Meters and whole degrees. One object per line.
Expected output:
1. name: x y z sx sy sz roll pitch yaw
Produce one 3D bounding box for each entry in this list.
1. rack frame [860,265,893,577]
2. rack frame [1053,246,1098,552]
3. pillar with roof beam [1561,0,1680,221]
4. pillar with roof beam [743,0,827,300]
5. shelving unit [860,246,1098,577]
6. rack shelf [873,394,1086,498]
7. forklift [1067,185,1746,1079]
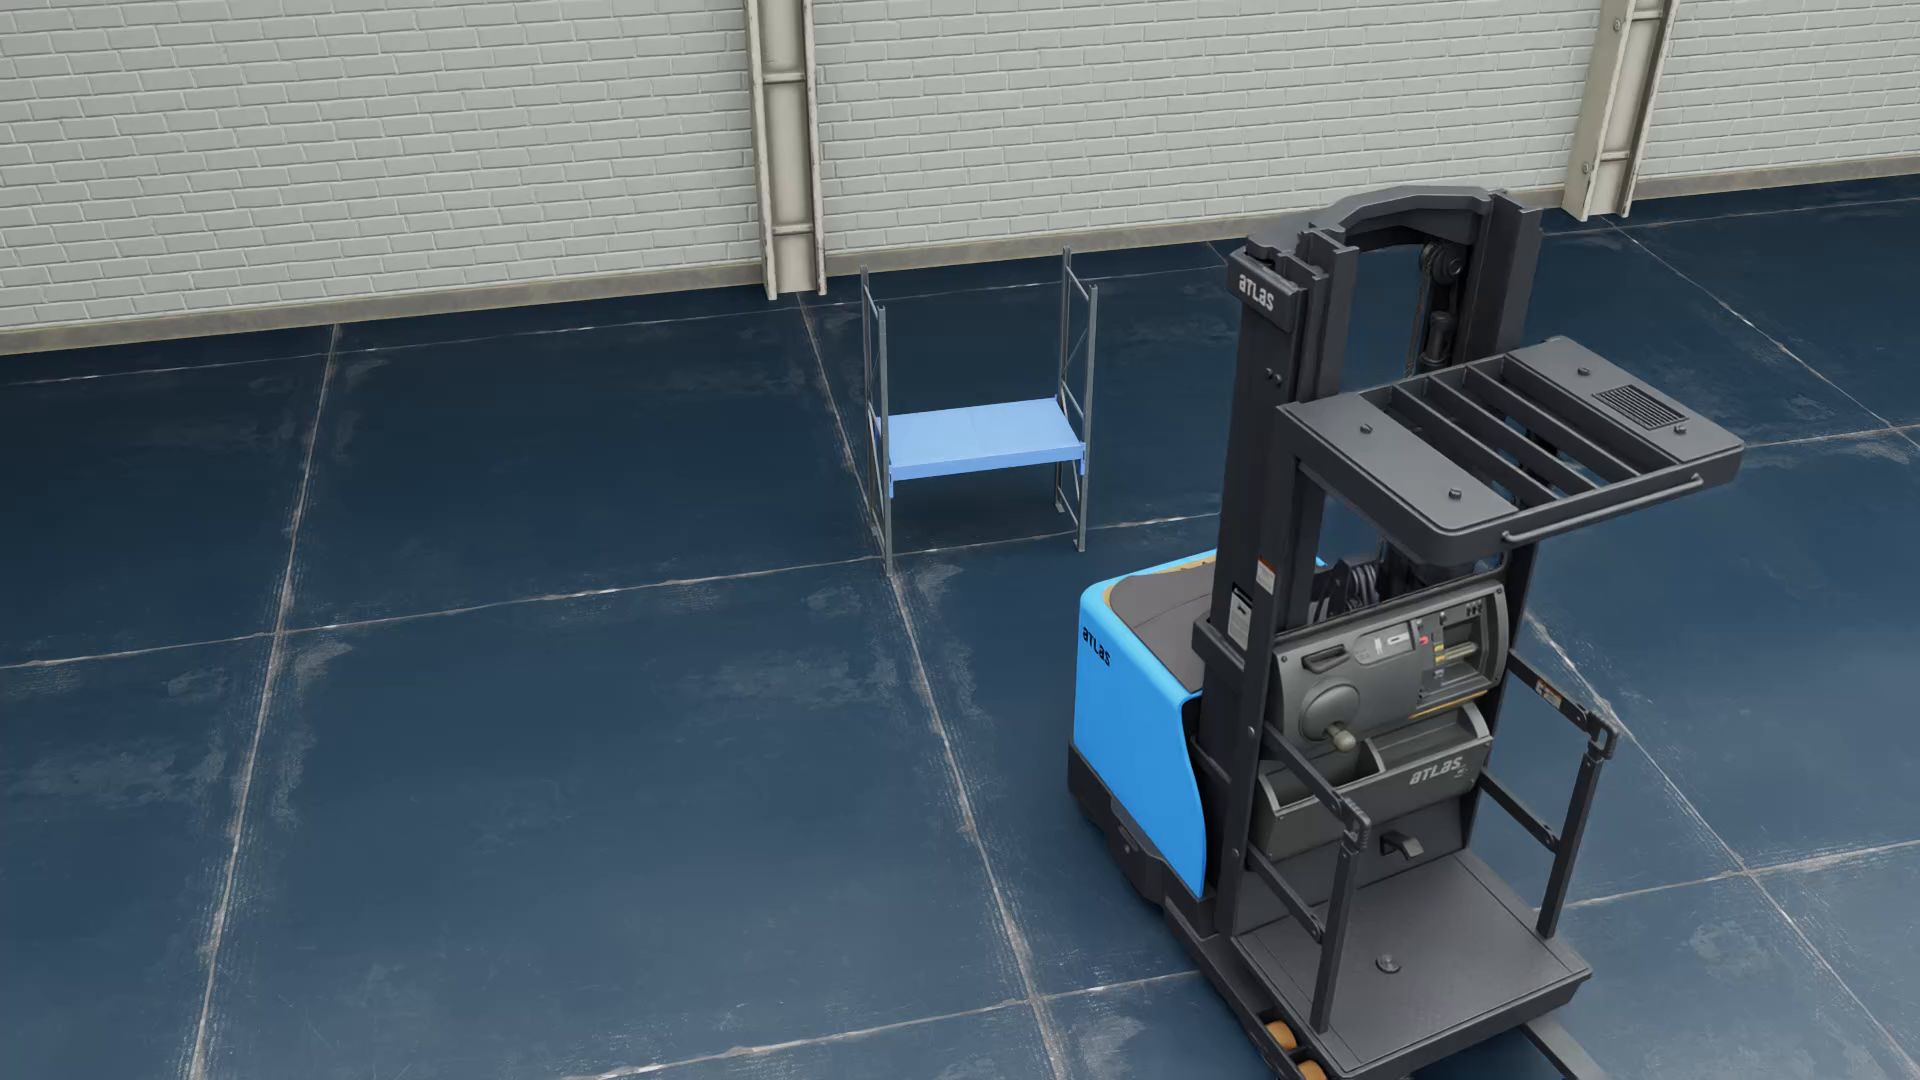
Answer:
1. rack frame: -0.413 -0.571 8.255 0.032 1.500 0.500 -7 35 -11
2. rack frame: 0.579 -0.696 8.441 0.032 1.500 0.500 -7 35 -11
3. pillar with roof beam: 5.678 -3.851 6.413 0.400 9.000 9.100 -7 35 -11
4. pillar with roof beam: -0.174 -3.114 5.314 0.400 9.000 9.100 -7 35 -11
5. shelving unit: 0.083 -0.633 8.348 1.048 1.500 0.538 -7 35 -11
6. rack shelf: 0.083 -0.484 8.448 1.000 0.185 0.538 -7 35 -11
7. forklift: 1.545 0.484 5.398 1.130 2.935 3.031 -15 37 -21
